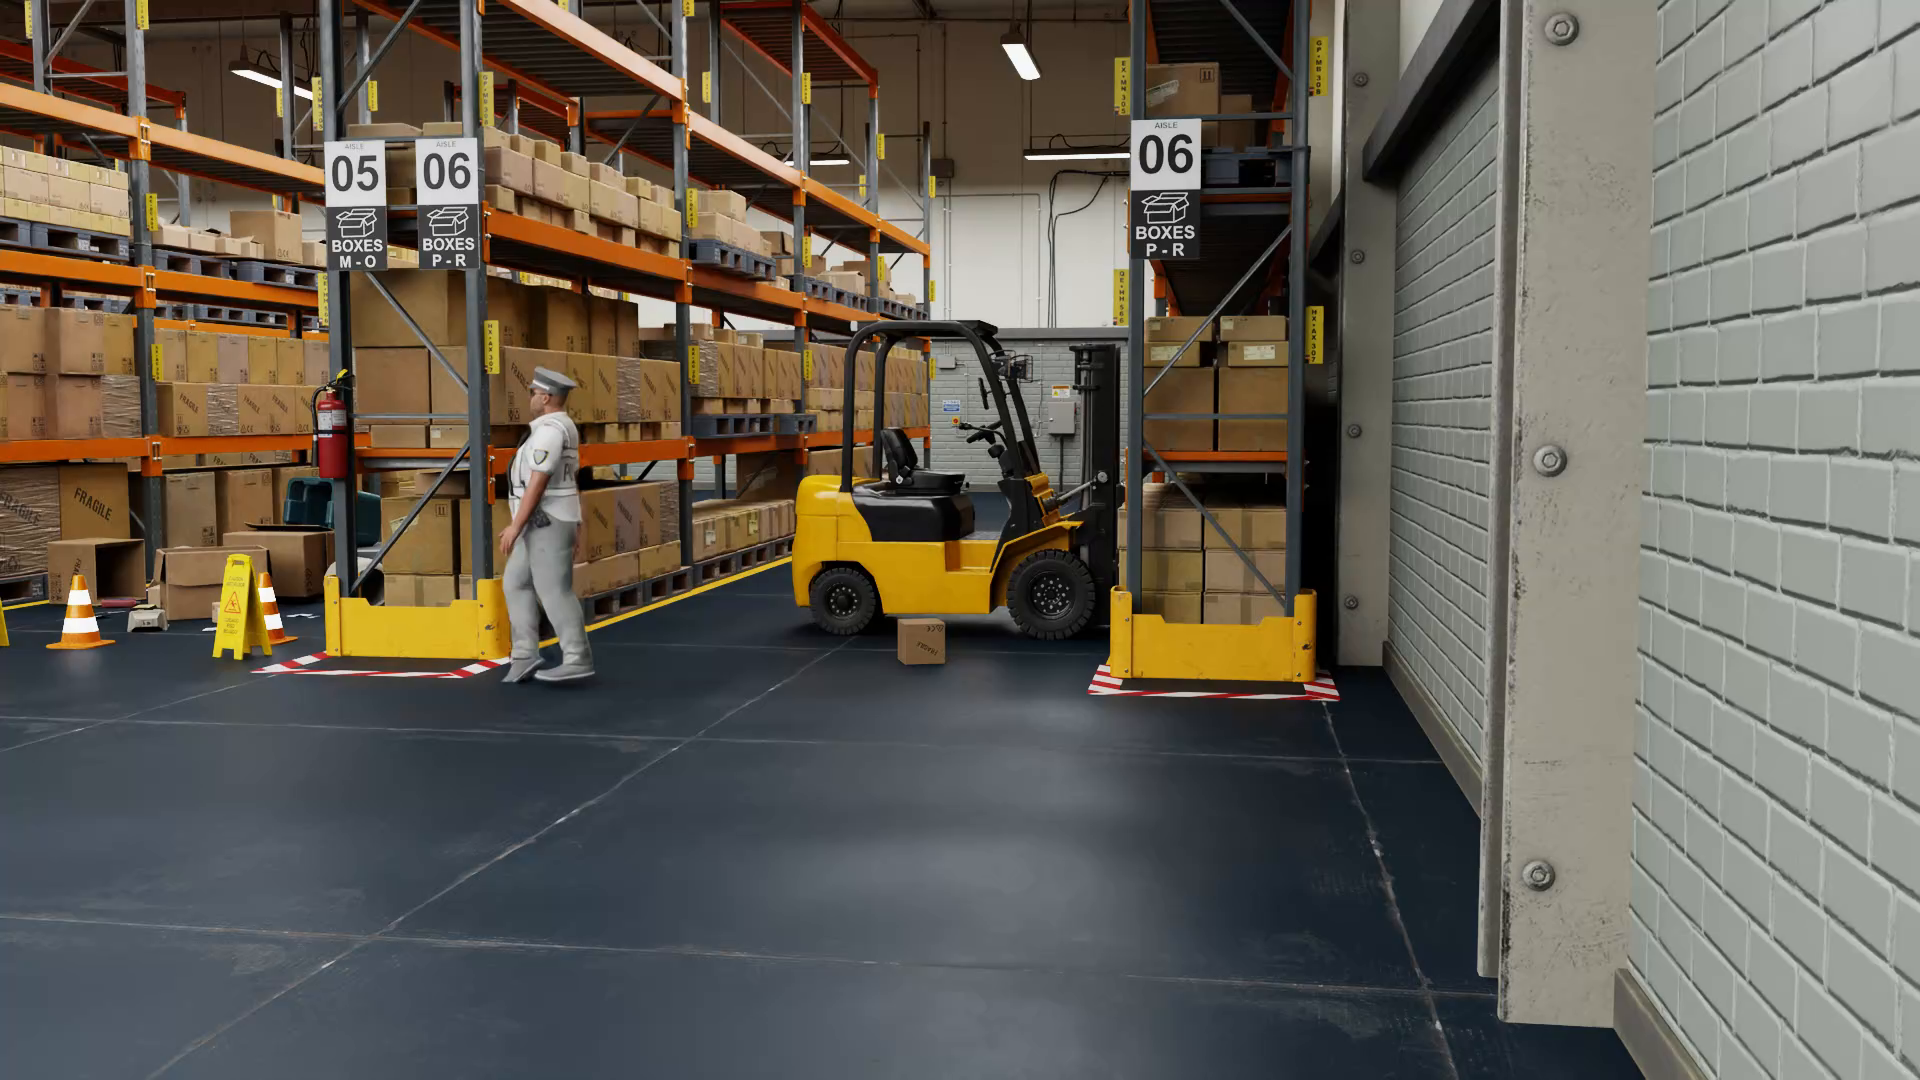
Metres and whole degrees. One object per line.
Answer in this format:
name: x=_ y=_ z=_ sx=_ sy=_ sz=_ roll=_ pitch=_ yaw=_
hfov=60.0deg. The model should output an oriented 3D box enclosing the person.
person: x=-2.349 y=-0.039 z=9.303 sx=0.579 sy=1.854 sz=0.530 roll=-1 pitch=4 yaw=-7
